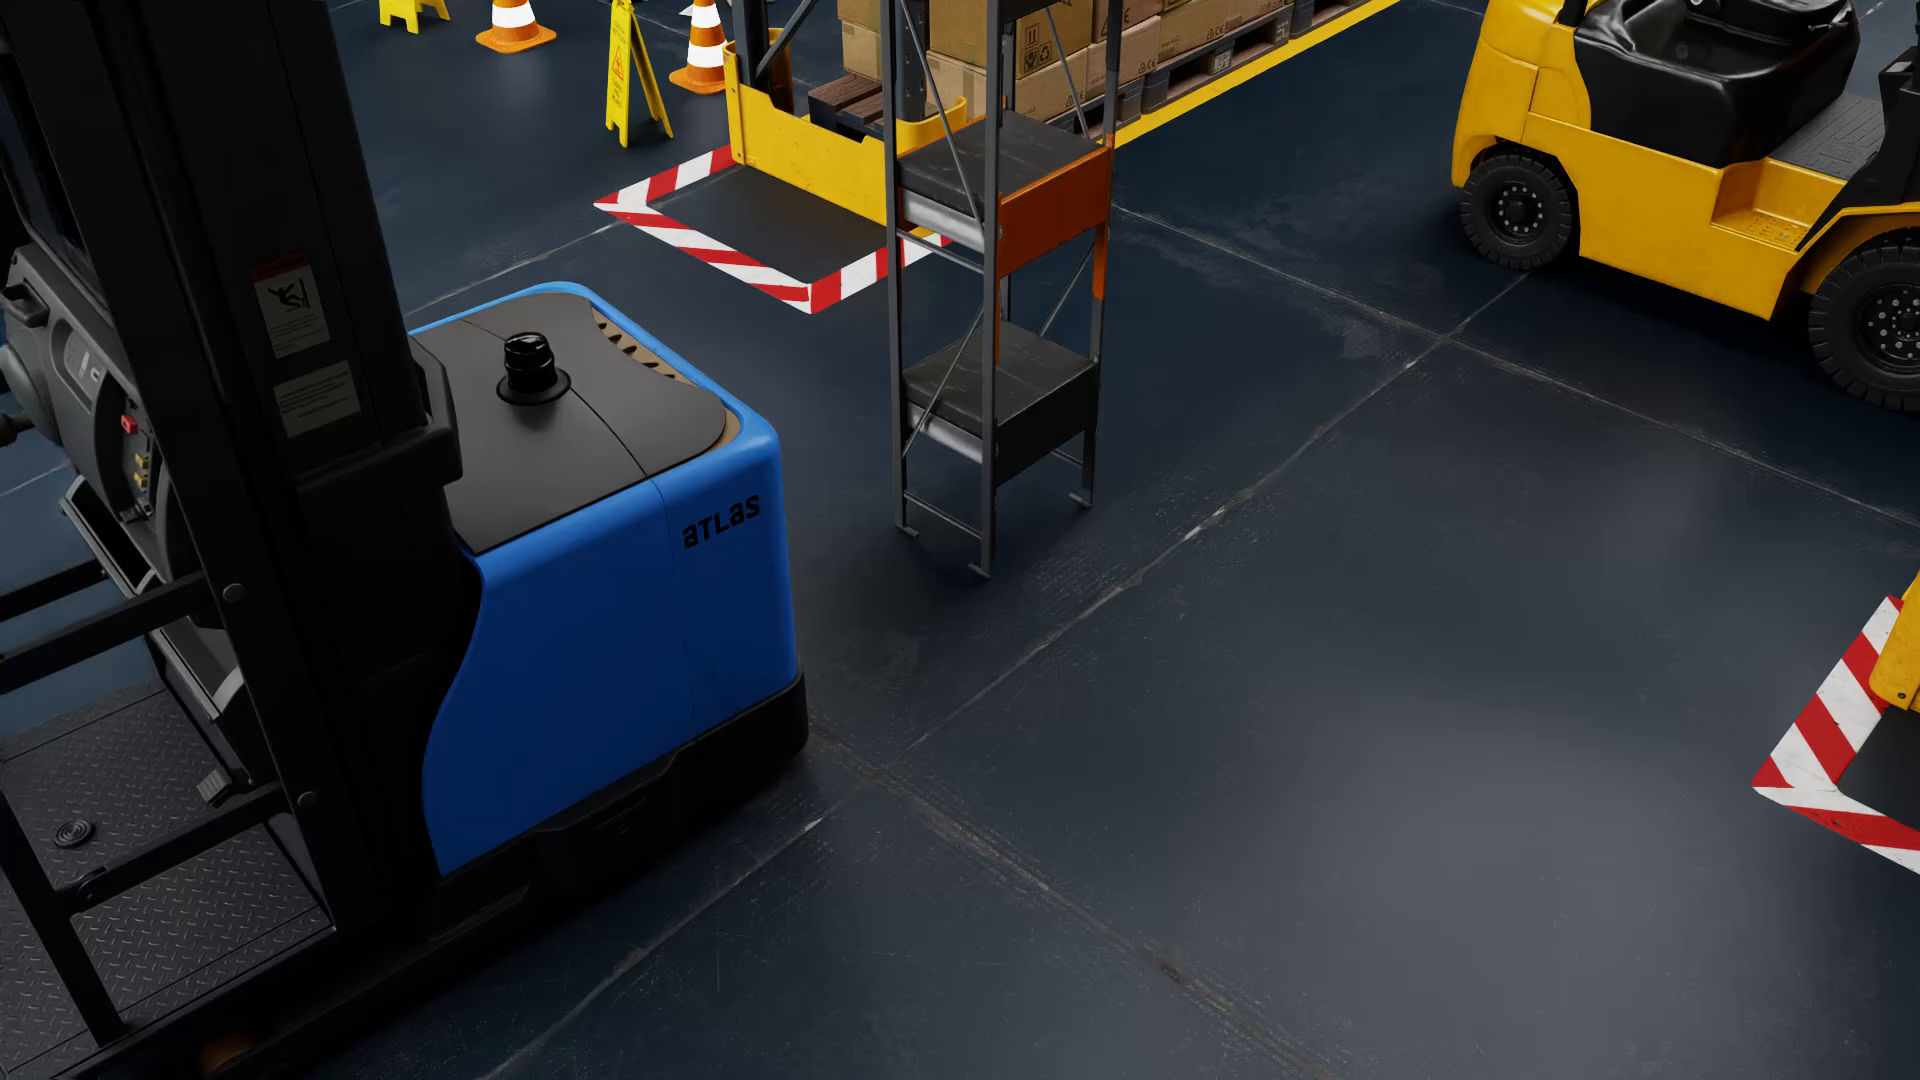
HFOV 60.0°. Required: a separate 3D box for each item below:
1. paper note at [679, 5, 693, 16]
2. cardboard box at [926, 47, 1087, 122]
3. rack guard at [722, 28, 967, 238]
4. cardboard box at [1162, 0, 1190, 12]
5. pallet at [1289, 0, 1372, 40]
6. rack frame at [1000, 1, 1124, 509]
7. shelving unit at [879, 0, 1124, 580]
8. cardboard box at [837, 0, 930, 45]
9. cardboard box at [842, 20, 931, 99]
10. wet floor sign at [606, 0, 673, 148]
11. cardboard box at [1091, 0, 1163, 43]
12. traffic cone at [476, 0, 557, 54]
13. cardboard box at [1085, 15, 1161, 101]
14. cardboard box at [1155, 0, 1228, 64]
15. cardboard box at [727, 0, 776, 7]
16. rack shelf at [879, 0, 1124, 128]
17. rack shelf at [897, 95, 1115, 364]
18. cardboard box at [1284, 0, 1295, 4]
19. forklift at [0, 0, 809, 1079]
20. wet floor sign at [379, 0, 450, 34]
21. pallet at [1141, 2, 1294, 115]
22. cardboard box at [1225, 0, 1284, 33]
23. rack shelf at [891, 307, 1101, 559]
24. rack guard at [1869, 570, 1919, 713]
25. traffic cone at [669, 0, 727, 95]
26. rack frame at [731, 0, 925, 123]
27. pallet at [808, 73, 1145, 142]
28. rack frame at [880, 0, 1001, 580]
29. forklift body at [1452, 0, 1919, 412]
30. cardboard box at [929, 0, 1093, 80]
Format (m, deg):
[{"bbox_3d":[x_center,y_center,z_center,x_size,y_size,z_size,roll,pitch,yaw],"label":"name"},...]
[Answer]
[{"bbox_3d":[-1.377,-2.785,8.728,0.148,0.019,0.142,14,41,17],"label":"paper note"},{"bbox_3d":[0.203,-2.020,7.252,0.500,0.250,0.500,29,47,32],"label":"cardboard box"},{"bbox_3d":[-0.494,-1.734,7.029,1.175,0.500,0.348,30,47,32],"label":"rack guard"},{"bbox_3d":[0.912,-2.793,7.622,0.500,0.500,0.500,31,48,33],"label":"cardboard box"},{"bbox_3d":[1.726,-3.100,8.979,1.003,0.211,1.213,30,47,32],"label":"pallet"},{"bbox_3d":[0.276,-1.010,4.833,0.400,2.100,0.015,30,47,32],"label":"rack frame"},{"bbox_3d":[0.112,-0.898,4.692,0.431,2.100,0.503,30,47,32],"label":"shelving unit"},{"bbox_3d":[-0.197,-2.536,7.299,0.500,0.500,0.500,30,47,32],"label":"cardboard box"},{"bbox_3d":[-0.183,-2.261,7.555,0.500,0.250,0.500,29,47,32],"label":"cardboard box"},{"bbox_3d":[-1.463,-2.118,7.395,0.232,0.644,0.267,-18,42,-21],"label":"wet floor sign"},{"bbox_3d":[0.568,-2.566,7.337,0.500,0.500,0.500,28,46,30],"label":"cardboard box"},{"bbox_3d":[-2.256,-2.733,8.316,0.336,0.463,0.334,30,47,32],"label":"traffic cone"},{"bbox_3d":[0.553,-2.251,7.543,0.500,0.250,0.500,31,48,33],"label":"cardboard box"},{"bbox_3d":[0.912,-2.507,7.865,0.500,0.250,0.500,-31,48,-33],"label":"cardboard box"},{"bbox_3d":[-1.153,-3.011,8.917,0.250,0.149,0.380,-11,40,-14],"label":"cardboard box"},{"bbox_3d":[0.112,-1.435,4.265,0.431,0.518,0.480,30,47,32],"label":"rack shelf"},{"bbox_3d":[0.112,-0.887,4.701,0.431,0.518,0.480,30,47,32],"label":"rack shelf"},{"bbox_3d":[1.601,-2.970,8.446,0.500,0.250,0.500,28,46,31],"label":"cardboard box"},{"bbox_3d":[-1.856,-0.194,3.140,3.031,2.935,1.130,-28,46,-31],"label":"forklift"},{"bbox_3d":[-2.825,-2.943,8.433,0.267,0.644,0.232,22,43,25],"label":"wet floor sign"},{"bbox_3d":[0.903,-2.537,8.271,1.003,0.211,1.213,30,47,32],"label":"pallet"},{"bbox_3d":[1.254,-2.738,8.155,0.500,0.250,0.500,30,48,32],"label":"cardboard box"},{"bbox_3d":[0.112,-0.339,5.136,0.431,0.518,0.480,30,47,32],"label":"rack shelf"},{"bbox_3d":[3.105,0.395,4.352,1.175,0.500,0.348,30,47,32],"label":"rack guard"},{"bbox_3d":[-1.208,-2.423,7.926,0.336,0.463,0.334,30,47,32],"label":"traffic cone"},{"bbox_3d":[-0.545,-2.677,6.207,1.000,3.000,0.127,30,47,32],"label":"rack frame"},{"bbox_3d":[0.080,-1.979,7.569,1.003,0.211,1.213,30,47,32],"label":"pallet"},{"bbox_3d":[-0.053,-0.786,4.551,0.400,2.100,0.015,30,47,32],"label":"rack frame"},{"bbox_3d":[3.054,-1.900,5.911,2.313,2.155,1.214,30,47,32],"label":"forklift body"},{"bbox_3d":[0.218,-2.324,7.032,0.500,0.500,0.500,28,46,31],"label":"cardboard box"}]
